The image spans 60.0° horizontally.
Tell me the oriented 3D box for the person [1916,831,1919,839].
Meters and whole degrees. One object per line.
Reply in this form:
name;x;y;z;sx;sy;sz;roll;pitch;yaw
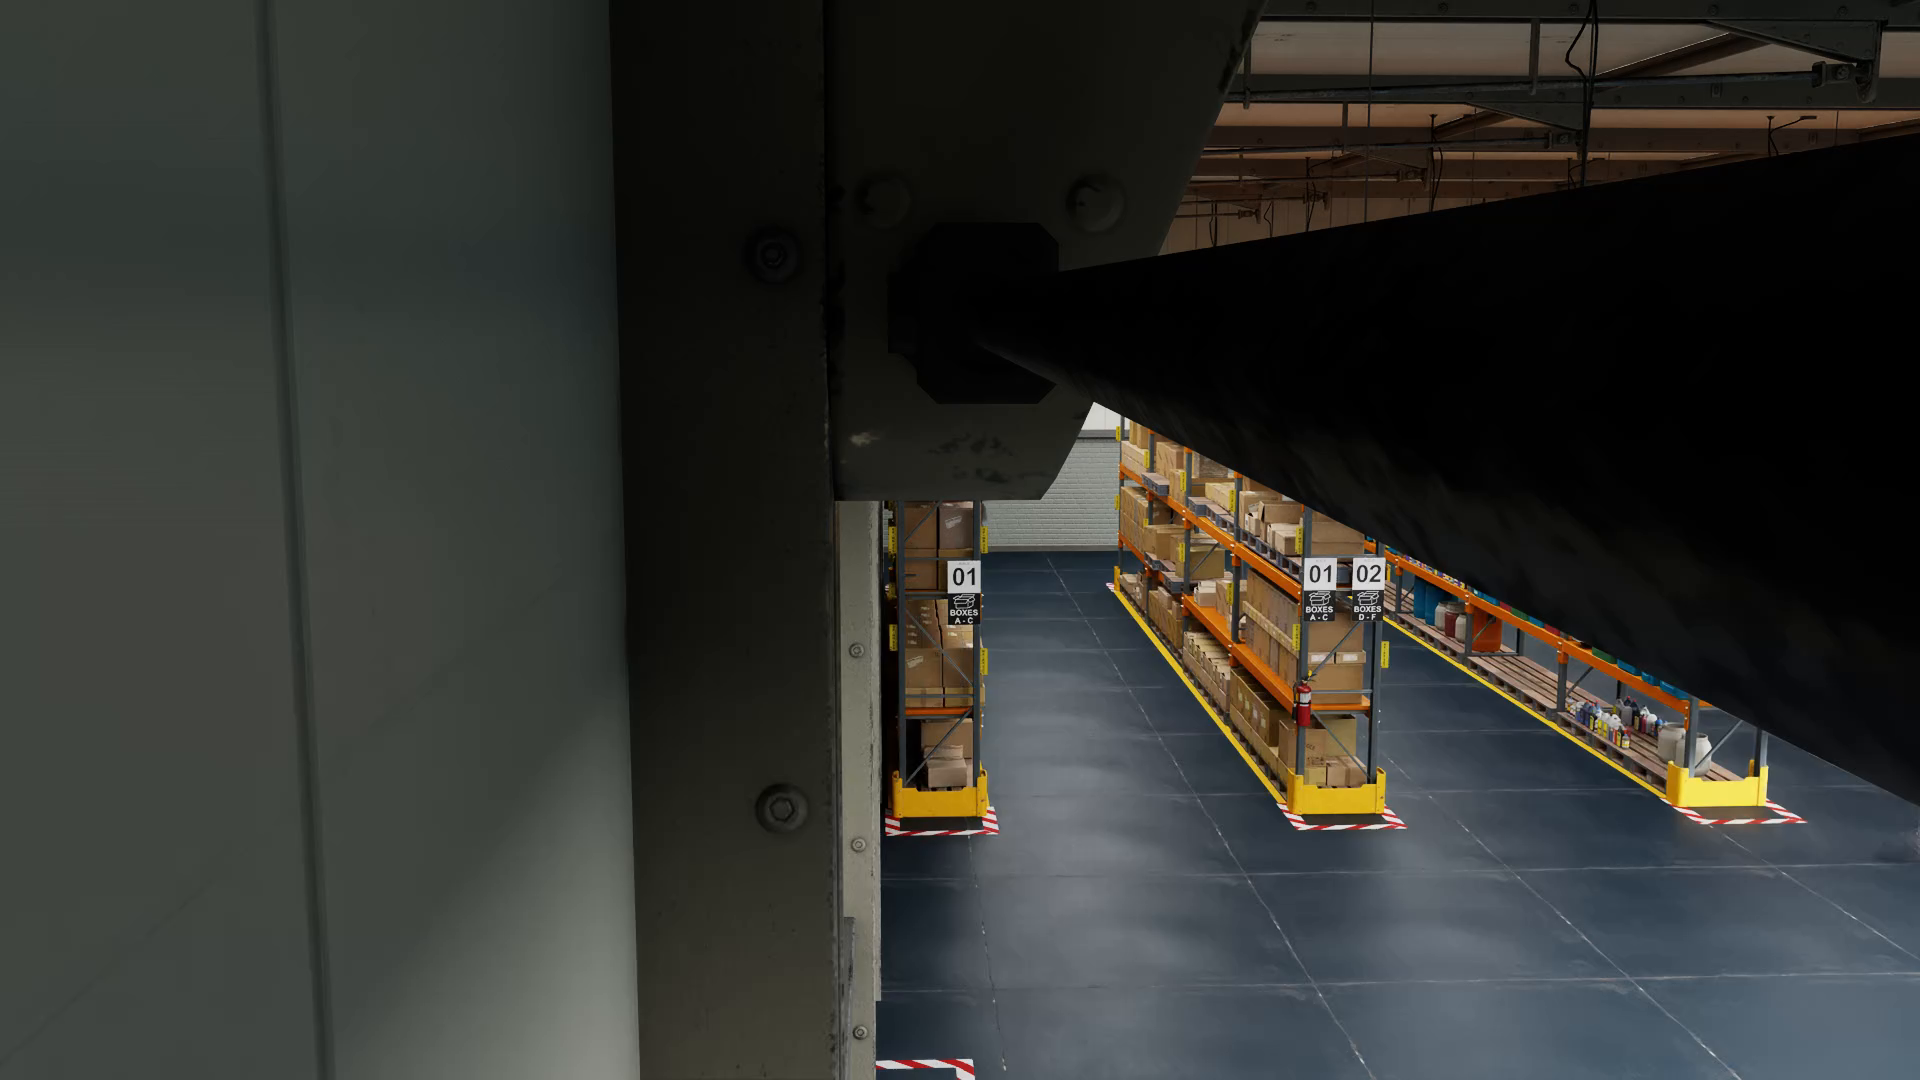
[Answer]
person;11.184;2.878;18.551;0.834;1.605;0.588;5;9;29
